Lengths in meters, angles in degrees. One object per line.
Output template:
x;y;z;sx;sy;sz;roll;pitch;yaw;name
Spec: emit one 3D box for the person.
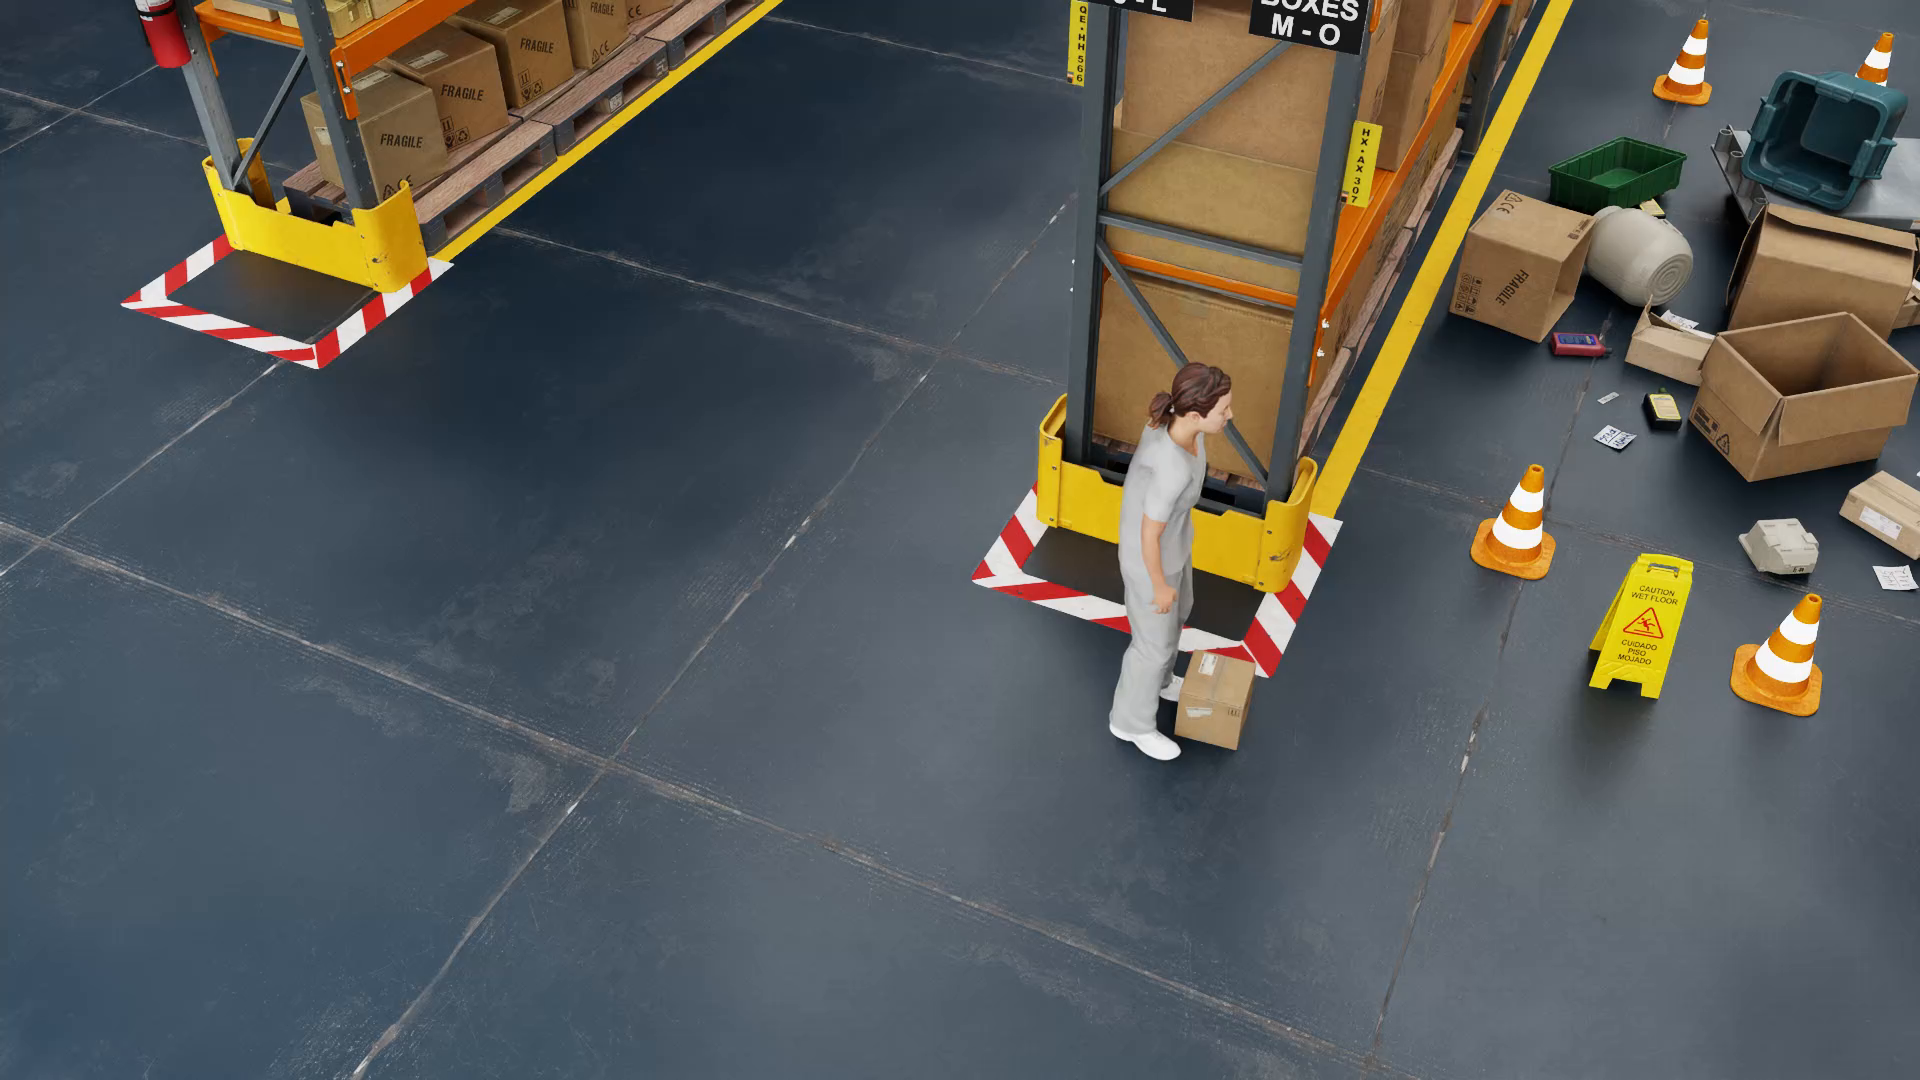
0.758;0.055;6.101;0.362;1.671;0.515;12;43;13;person
